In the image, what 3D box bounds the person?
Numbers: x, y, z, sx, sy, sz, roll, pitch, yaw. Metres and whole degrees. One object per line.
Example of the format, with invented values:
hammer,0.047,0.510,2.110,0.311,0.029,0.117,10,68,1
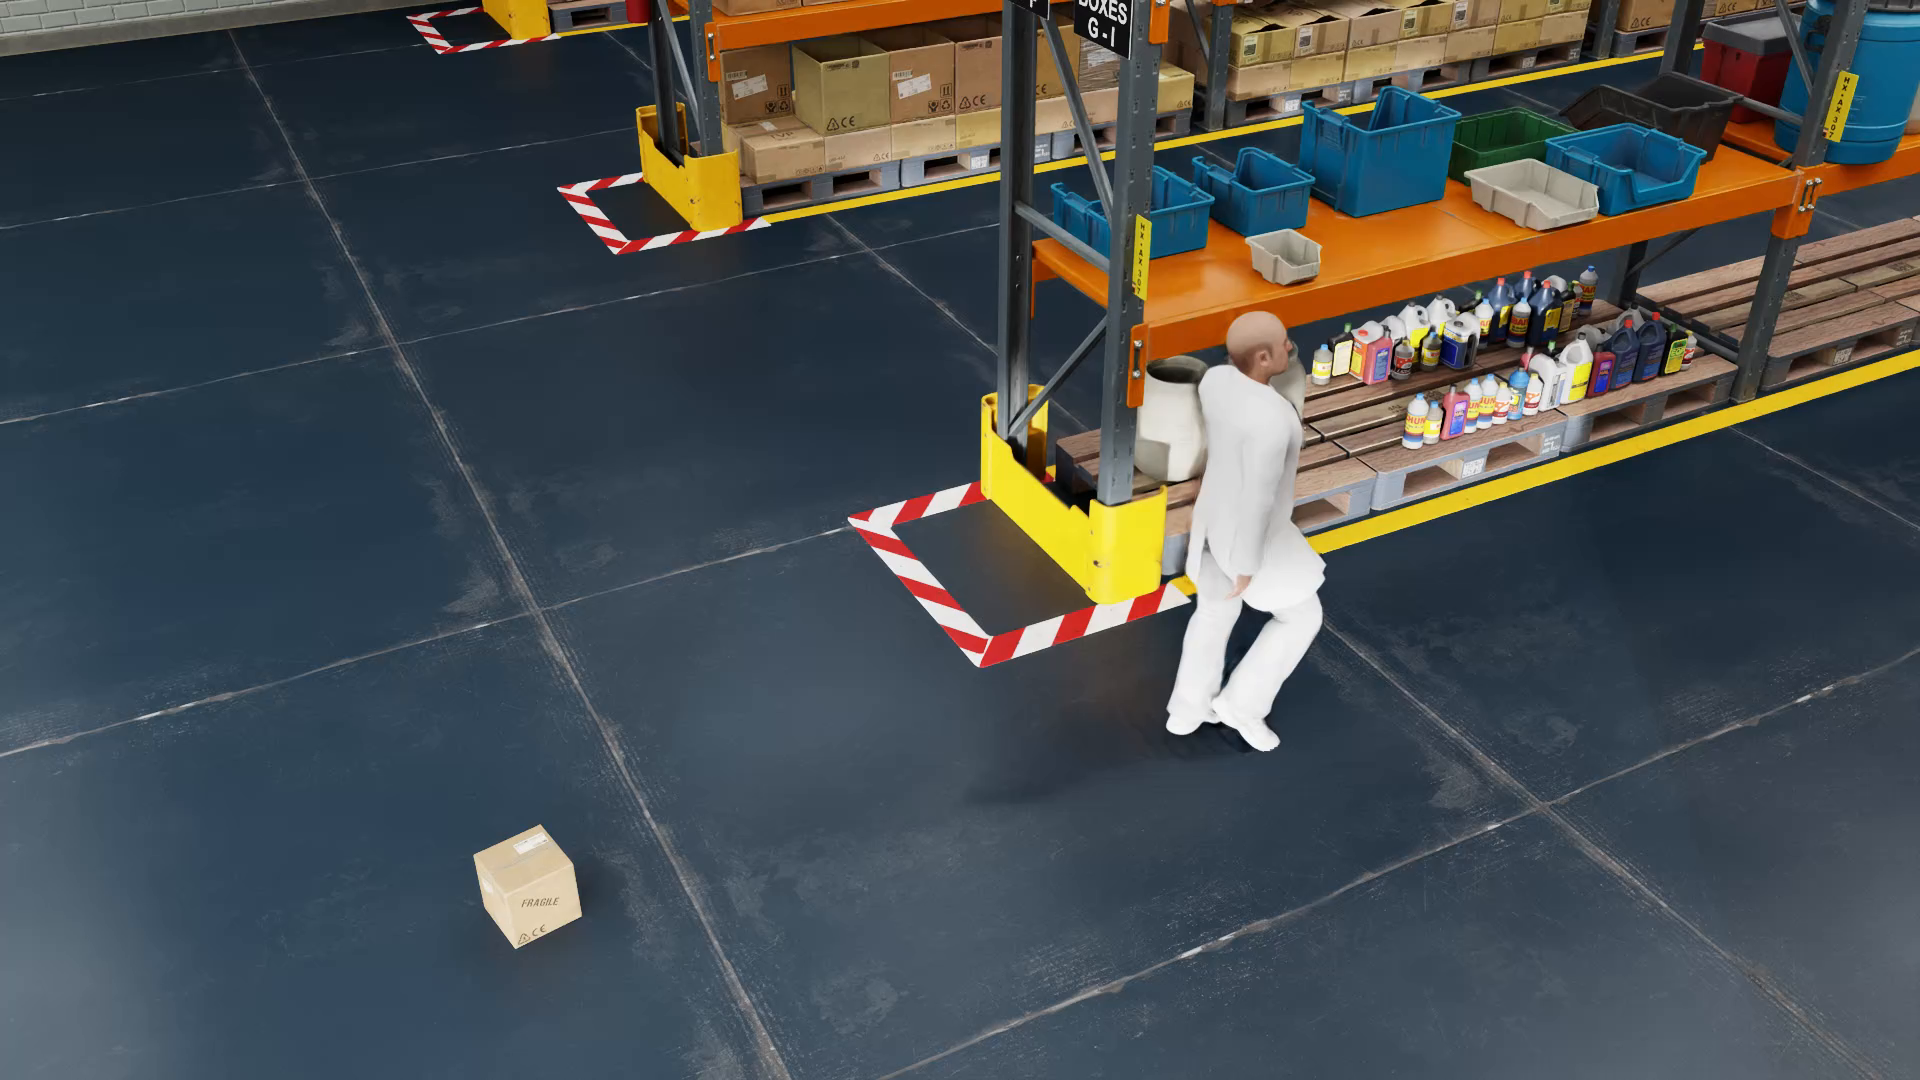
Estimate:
person,1.063,-0.008,6.163,0.529,1.827,0.565,-12,34,-18
